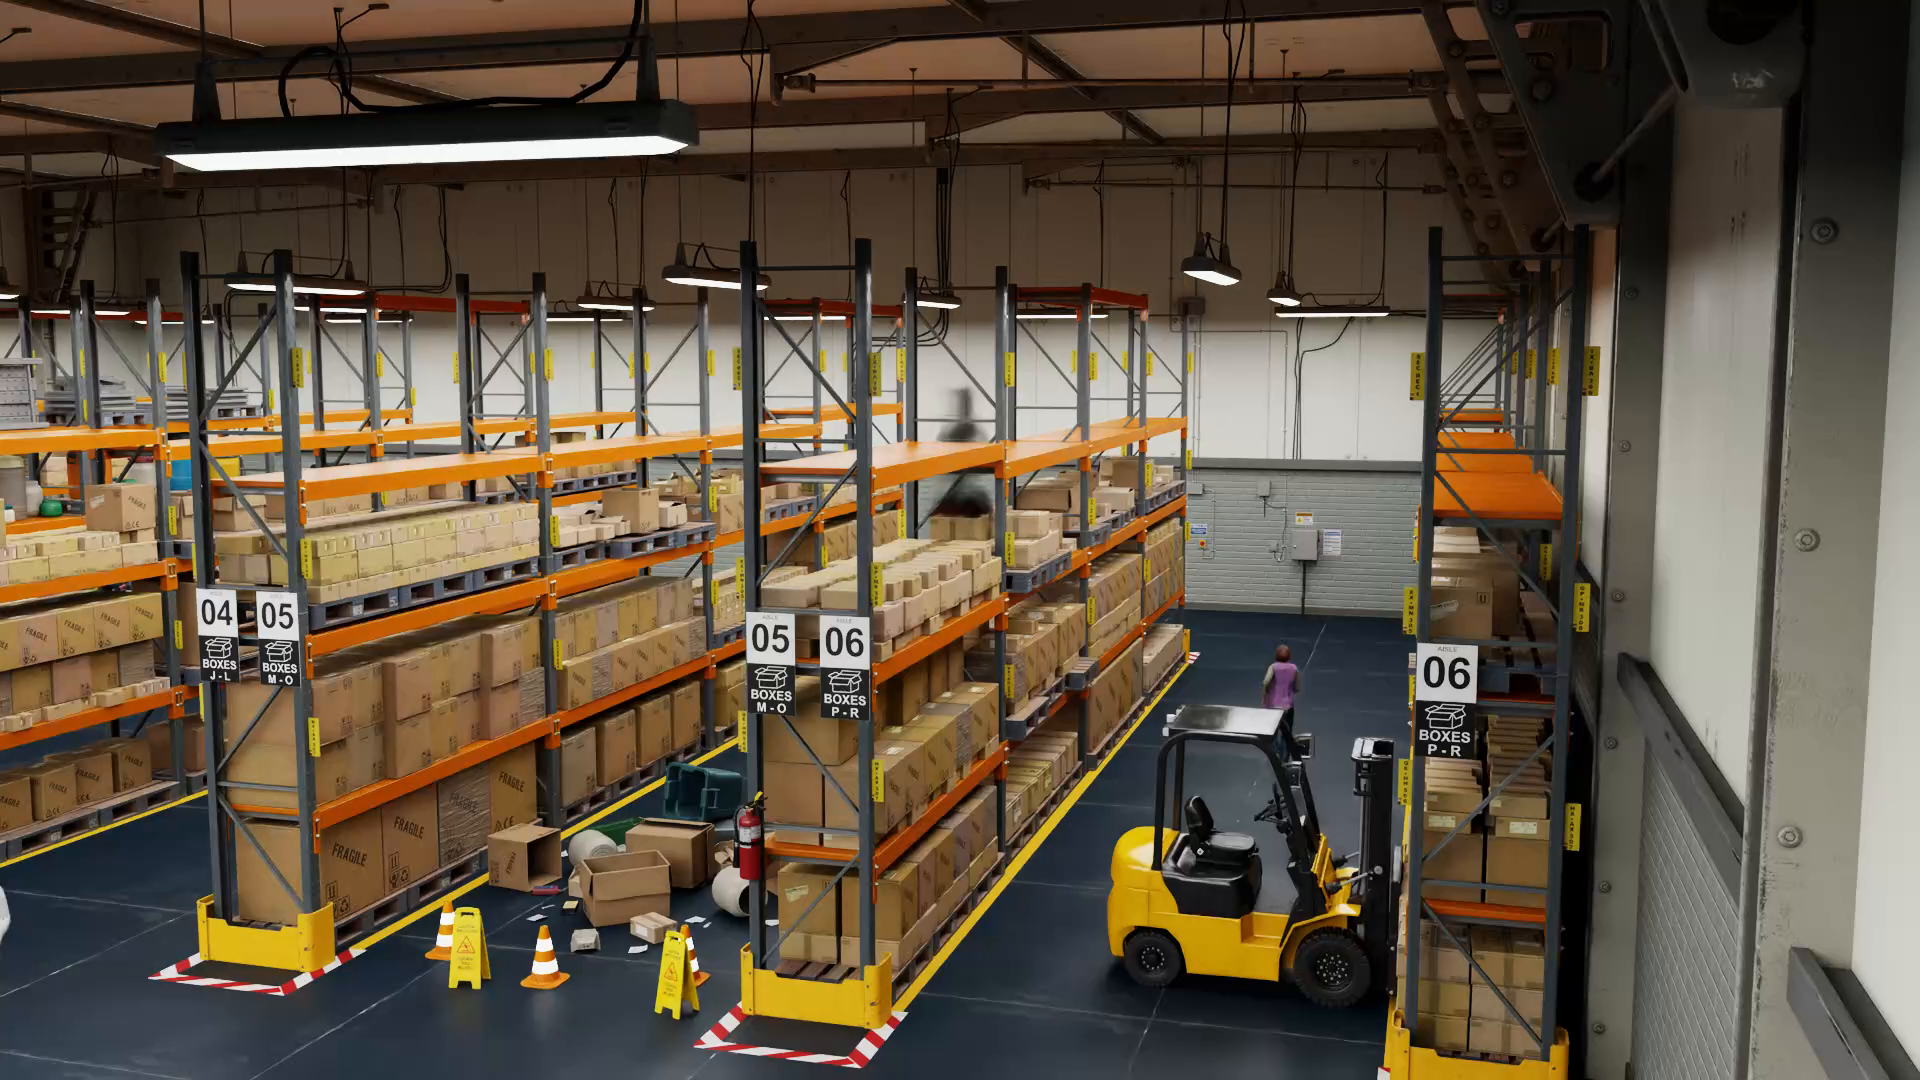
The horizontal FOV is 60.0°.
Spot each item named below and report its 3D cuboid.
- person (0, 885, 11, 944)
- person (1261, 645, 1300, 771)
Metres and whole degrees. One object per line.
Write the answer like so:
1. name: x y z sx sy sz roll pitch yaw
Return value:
1. person: -6.971 3.069 11.602 0.636 1.735 0.936 -6 9 -42
2. person: 3.952 2.076 20.550 0.504 1.585 0.732 0 6 3
